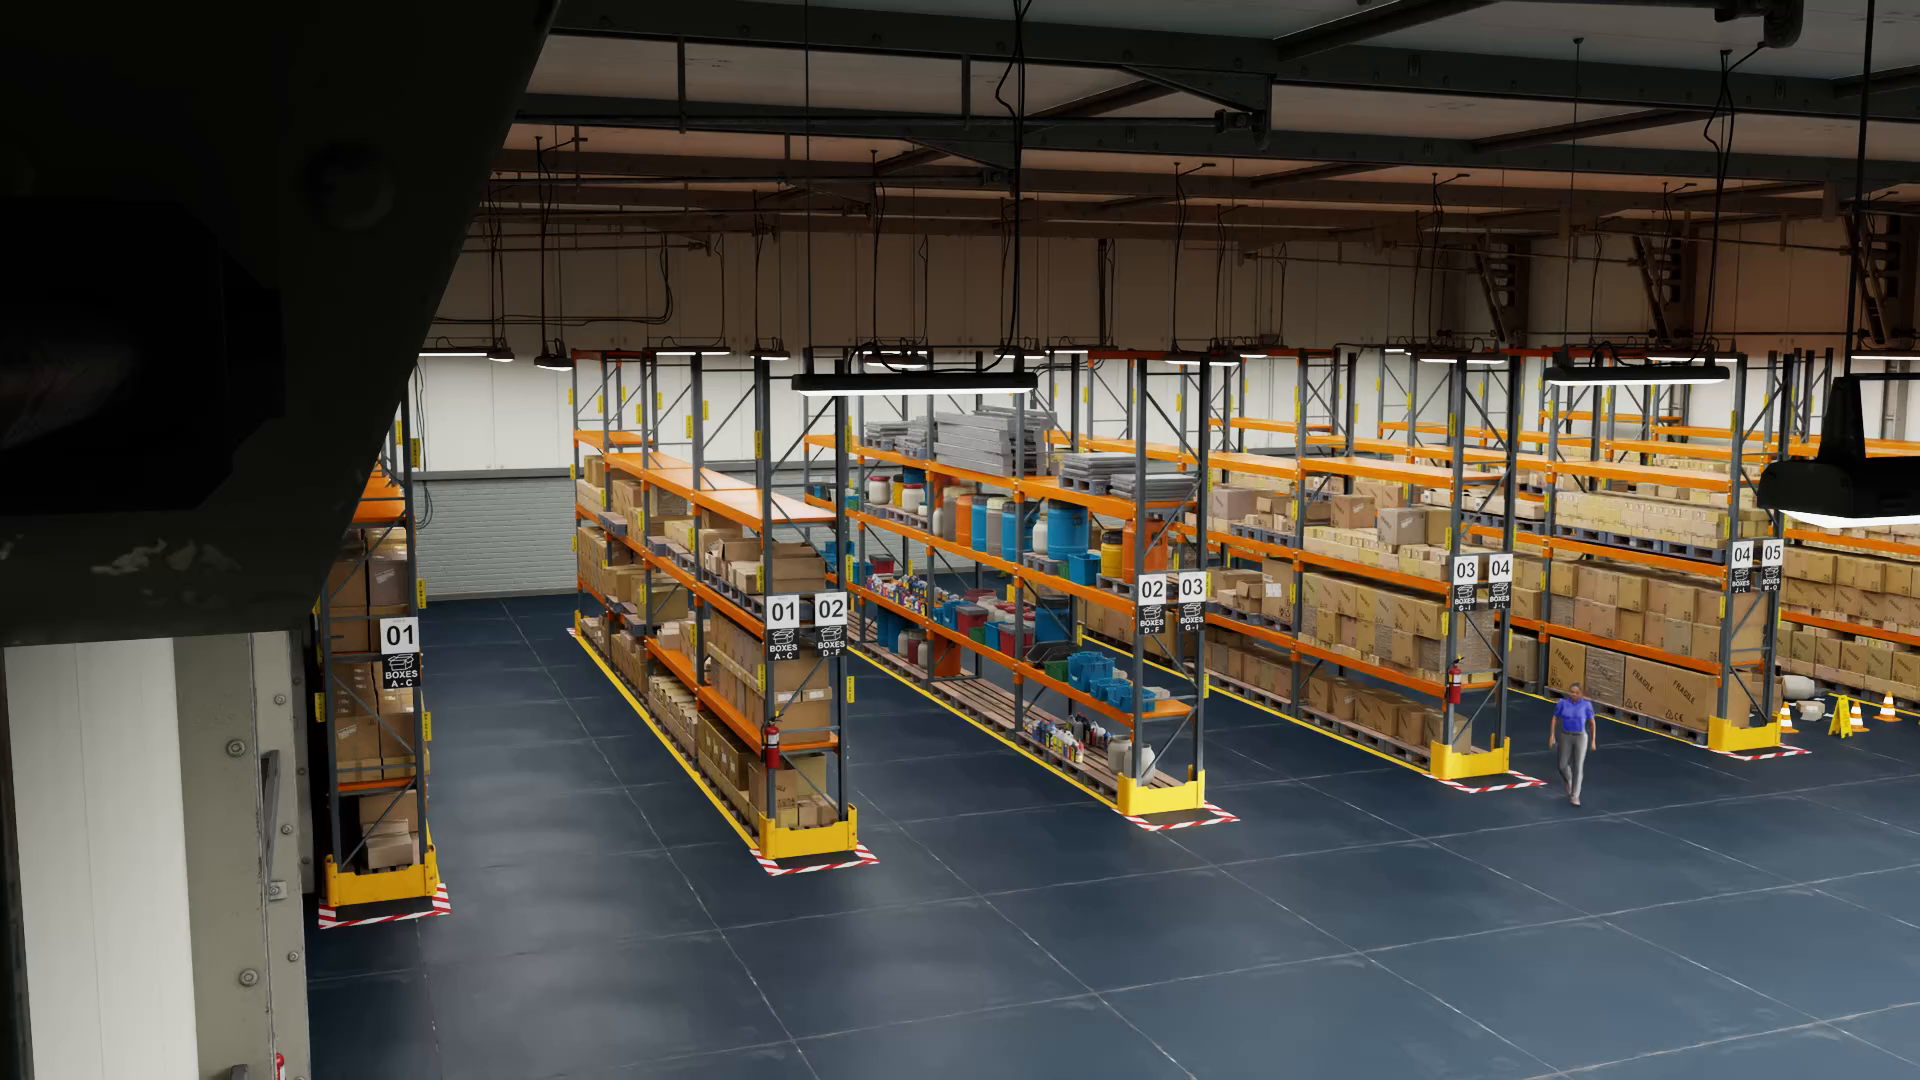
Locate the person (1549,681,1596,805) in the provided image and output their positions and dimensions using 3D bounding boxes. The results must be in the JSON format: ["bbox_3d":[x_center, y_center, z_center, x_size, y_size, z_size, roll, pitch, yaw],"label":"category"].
[{"bbox_3d":[8.323,2.710,22.552,0.586,1.649,0.649,4,8,28],"label":"person"}]

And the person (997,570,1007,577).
[{"bbox_3d":[1.068,0.086,43.032,0.468,1.792,0.564,-6,9,-38],"label":"person"}]
